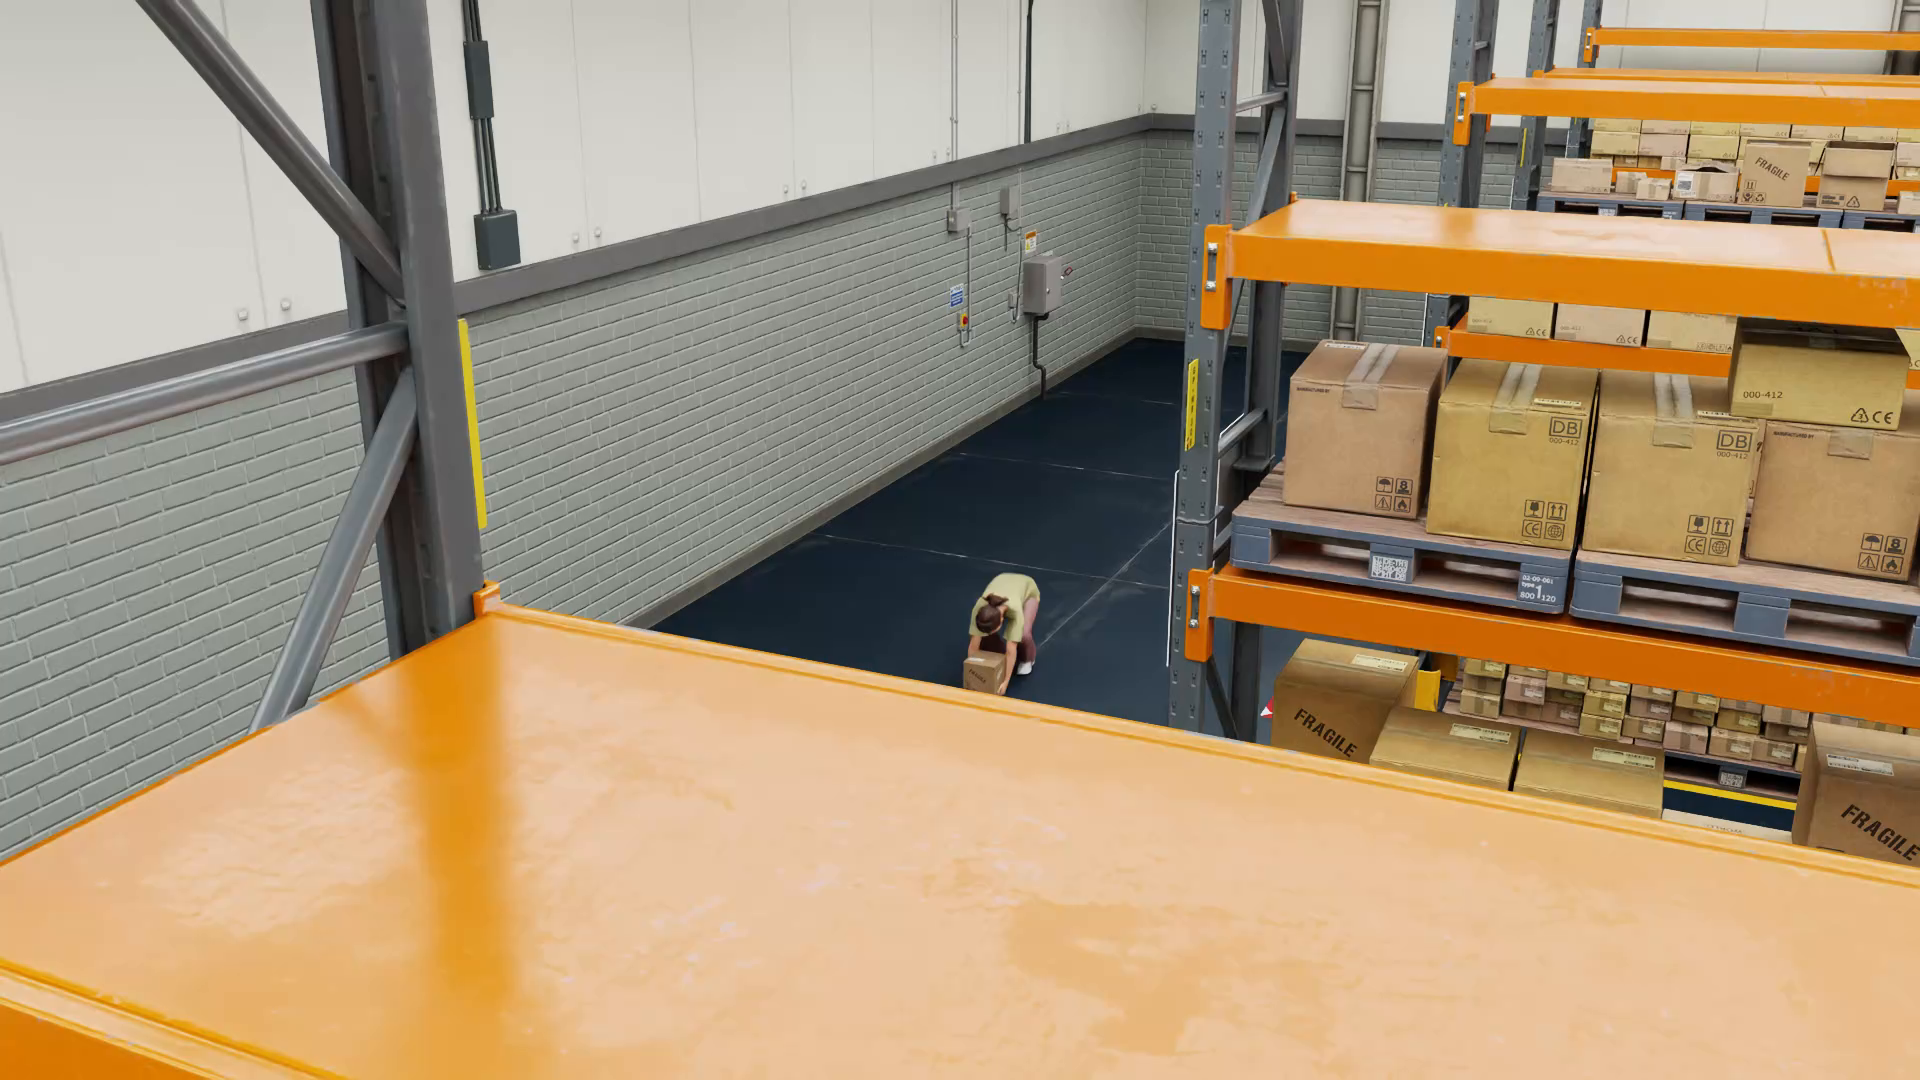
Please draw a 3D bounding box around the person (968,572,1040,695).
[{"bbox_3d":[0.321,0.661,12.259,0.463,0.754,0.867,8,21,21],"label":"person"}]
